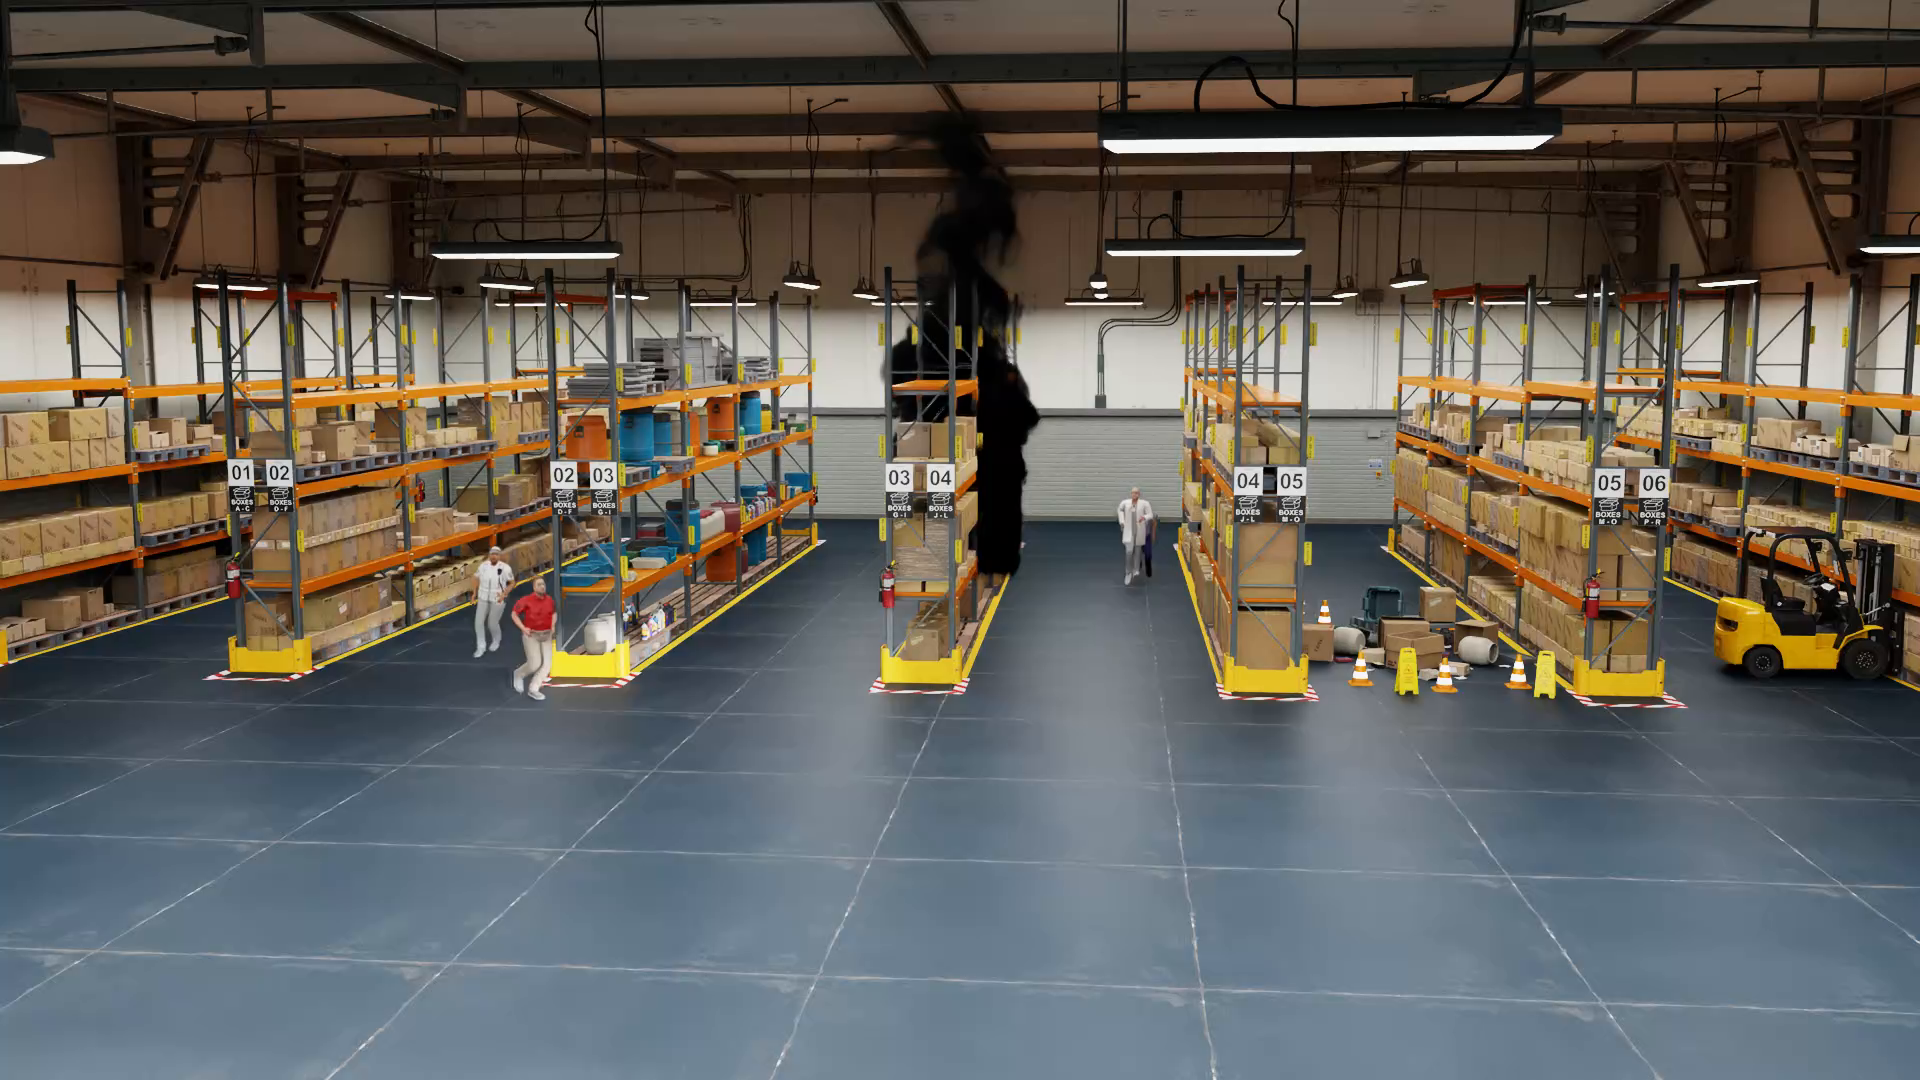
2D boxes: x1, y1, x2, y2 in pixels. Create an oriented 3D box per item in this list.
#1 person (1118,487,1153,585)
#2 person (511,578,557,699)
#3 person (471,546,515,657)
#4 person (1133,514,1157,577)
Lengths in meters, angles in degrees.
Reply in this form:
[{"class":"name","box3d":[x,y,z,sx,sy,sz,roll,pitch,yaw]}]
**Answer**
[{"class":"person","box3d":[3.435,-0.087,32.627,0.688,1.896,0.817,1,7,5]},{"class":"person","box3d":[-5.910,1.363,23.237,0.558,1.682,0.691,7,10,44]},{"class":"person","box3d":[-7.005,0.912,24.954,0.645,1.639,0.564,0,7,2]},{"class":"person","box3d":[3.711,0.002,33.838,0.610,1.558,0.595,0,7,2]}]
